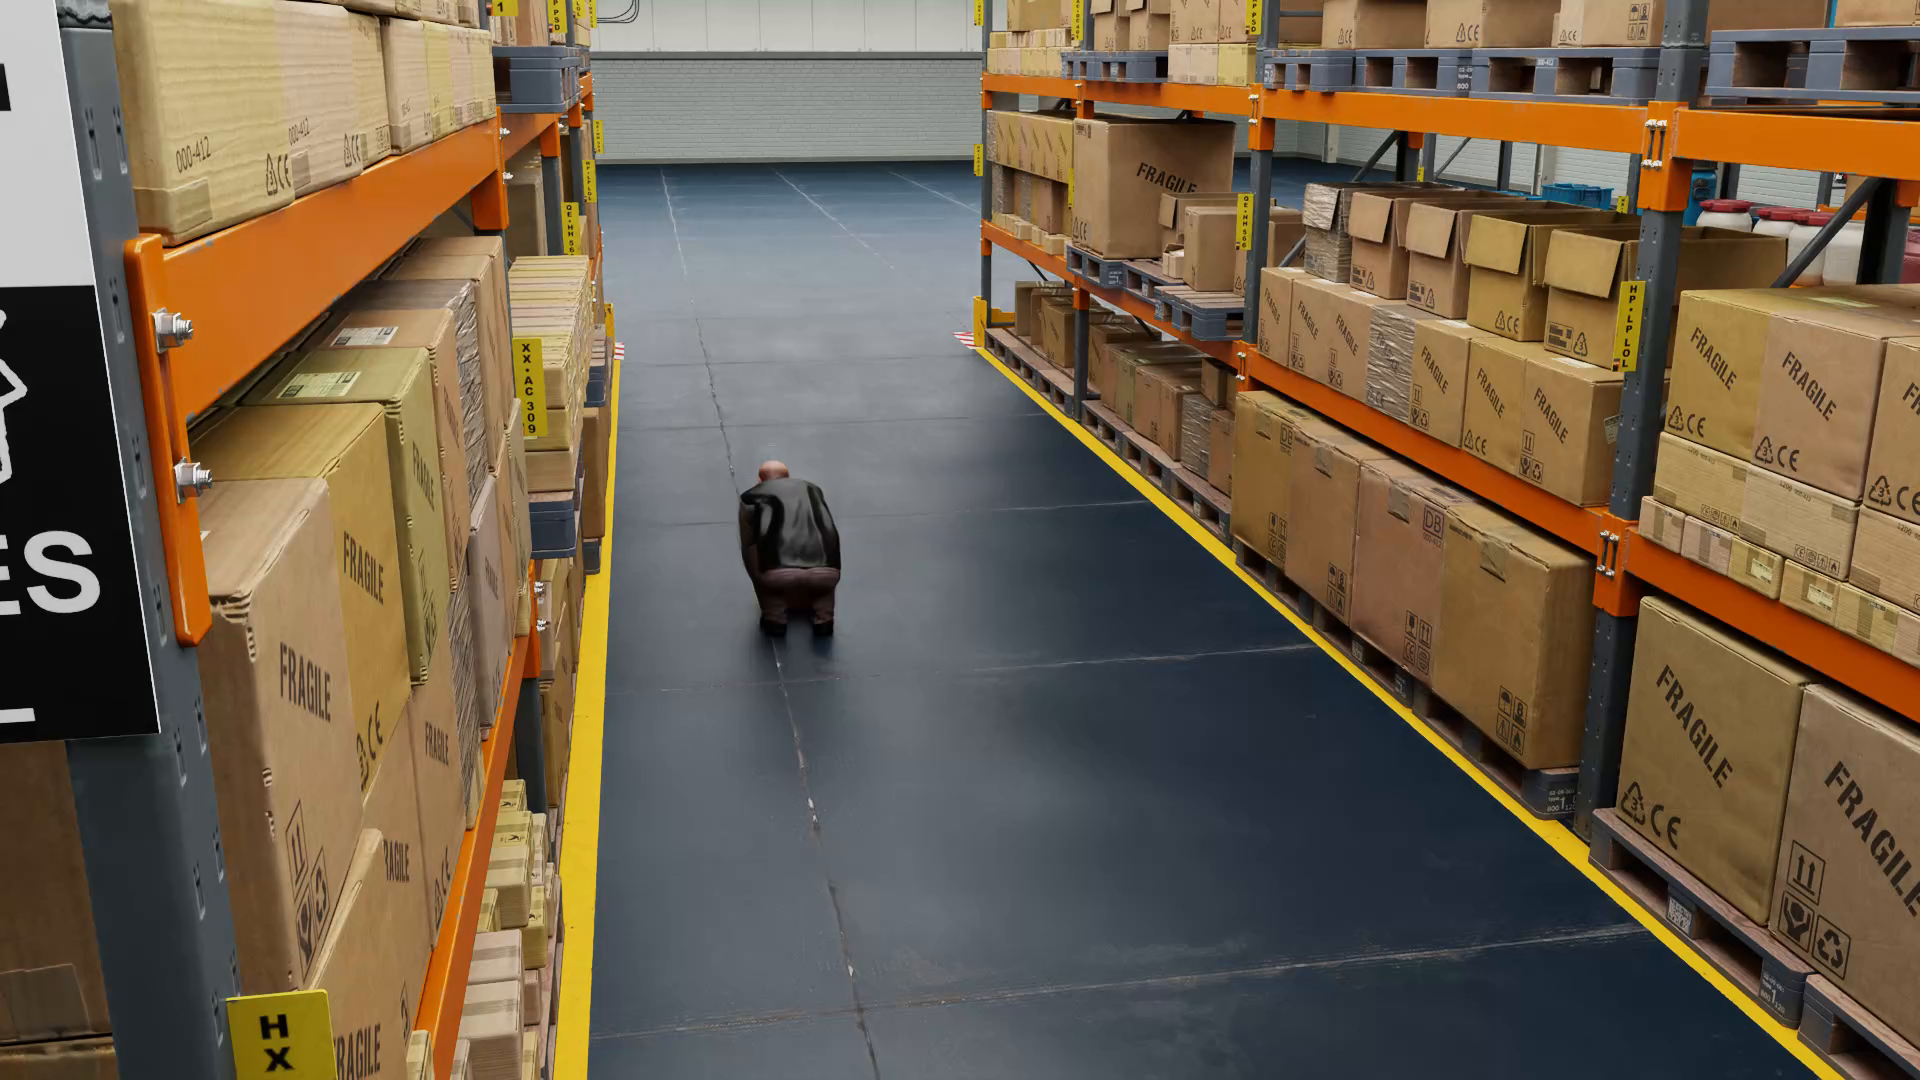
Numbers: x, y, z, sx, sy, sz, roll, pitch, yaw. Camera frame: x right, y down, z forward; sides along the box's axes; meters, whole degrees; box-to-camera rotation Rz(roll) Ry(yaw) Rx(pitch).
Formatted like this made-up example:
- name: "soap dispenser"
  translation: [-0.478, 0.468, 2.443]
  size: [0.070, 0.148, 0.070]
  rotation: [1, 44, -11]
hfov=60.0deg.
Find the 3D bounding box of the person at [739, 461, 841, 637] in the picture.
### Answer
- name: "person"
  translation: [-0.917, 0.056, 9.006]
  size: [0.531, 0.832, 0.875]
  rotation: [-3, 17, -10]
